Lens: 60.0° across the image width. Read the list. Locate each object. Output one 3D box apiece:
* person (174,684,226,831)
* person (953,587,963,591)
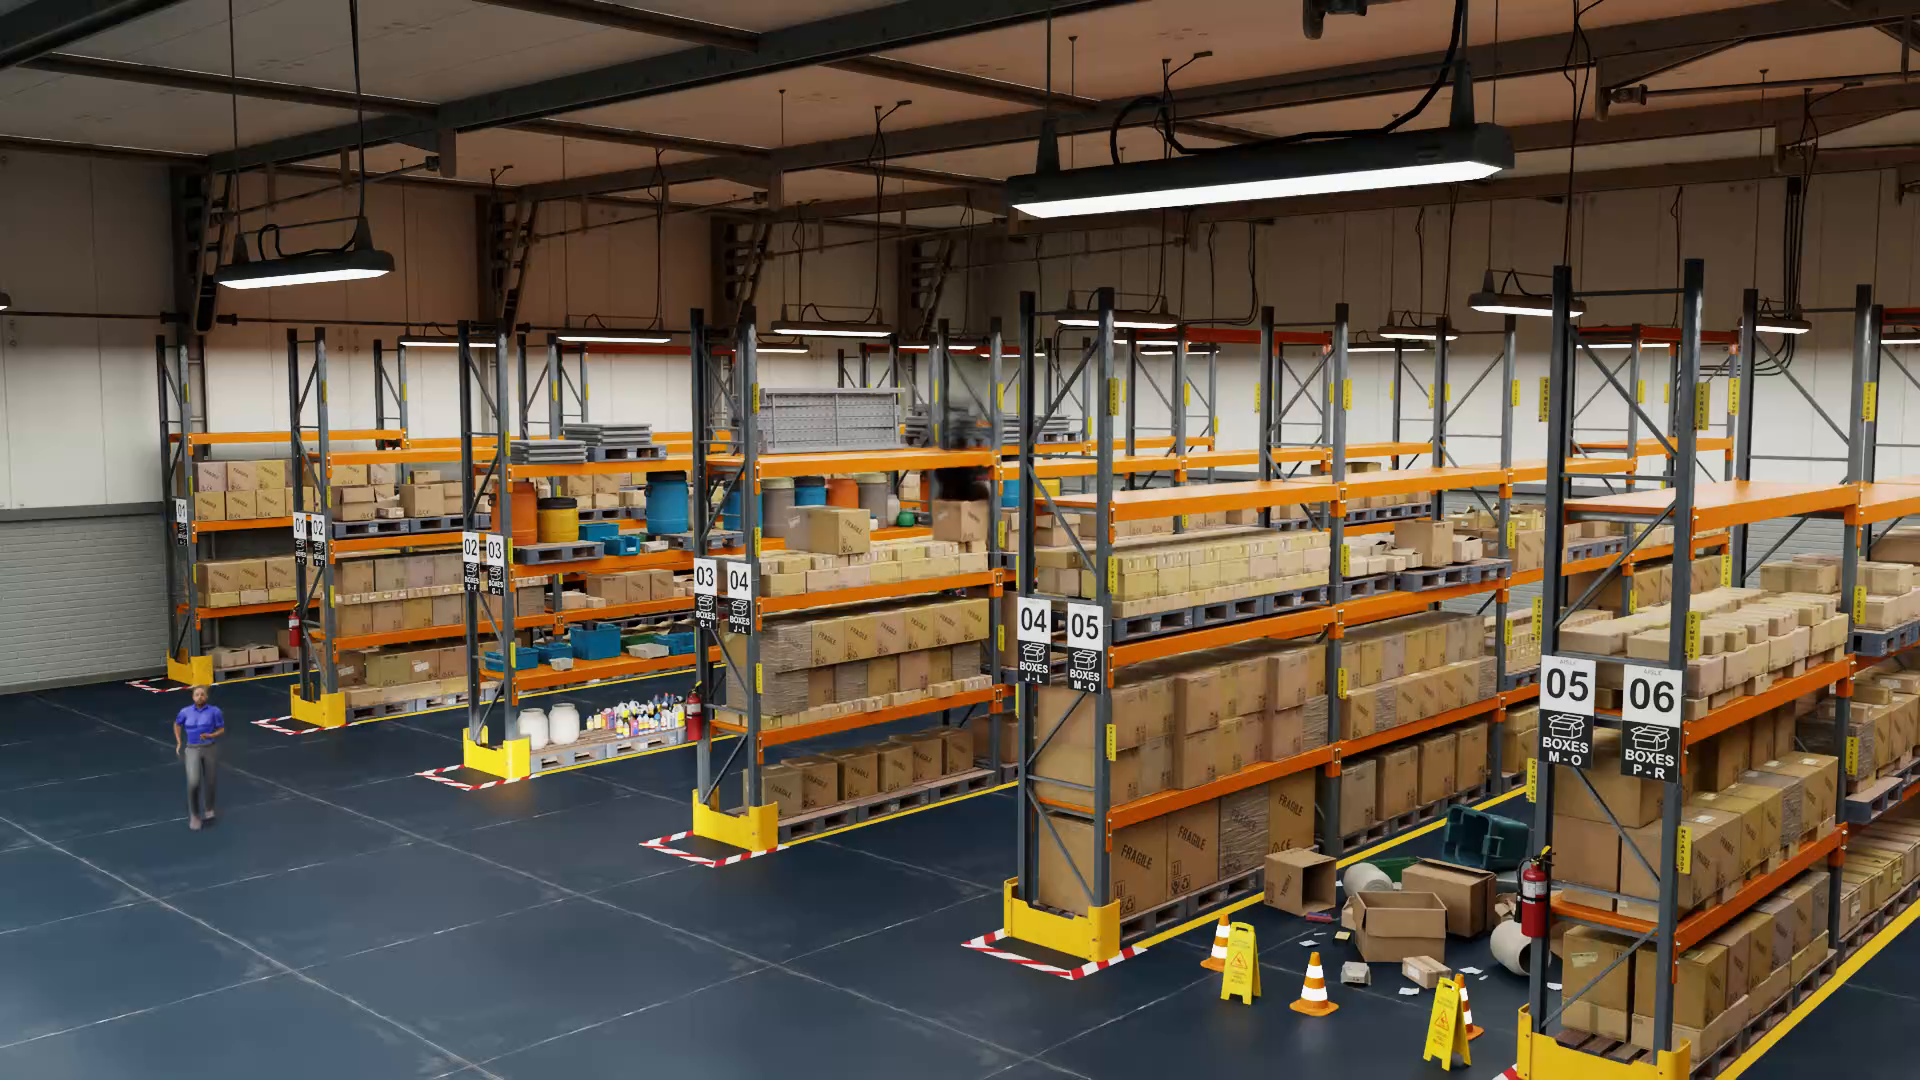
[{"bbox_3d":[-8.850,2.530,19.387,0.542,1.693,0.716,-3,6,-26],"label":"person"},{"bbox_3d":[0.106,1.178,33.448,0.647,1.717,0.906,4,7,36],"label":"person"}]
